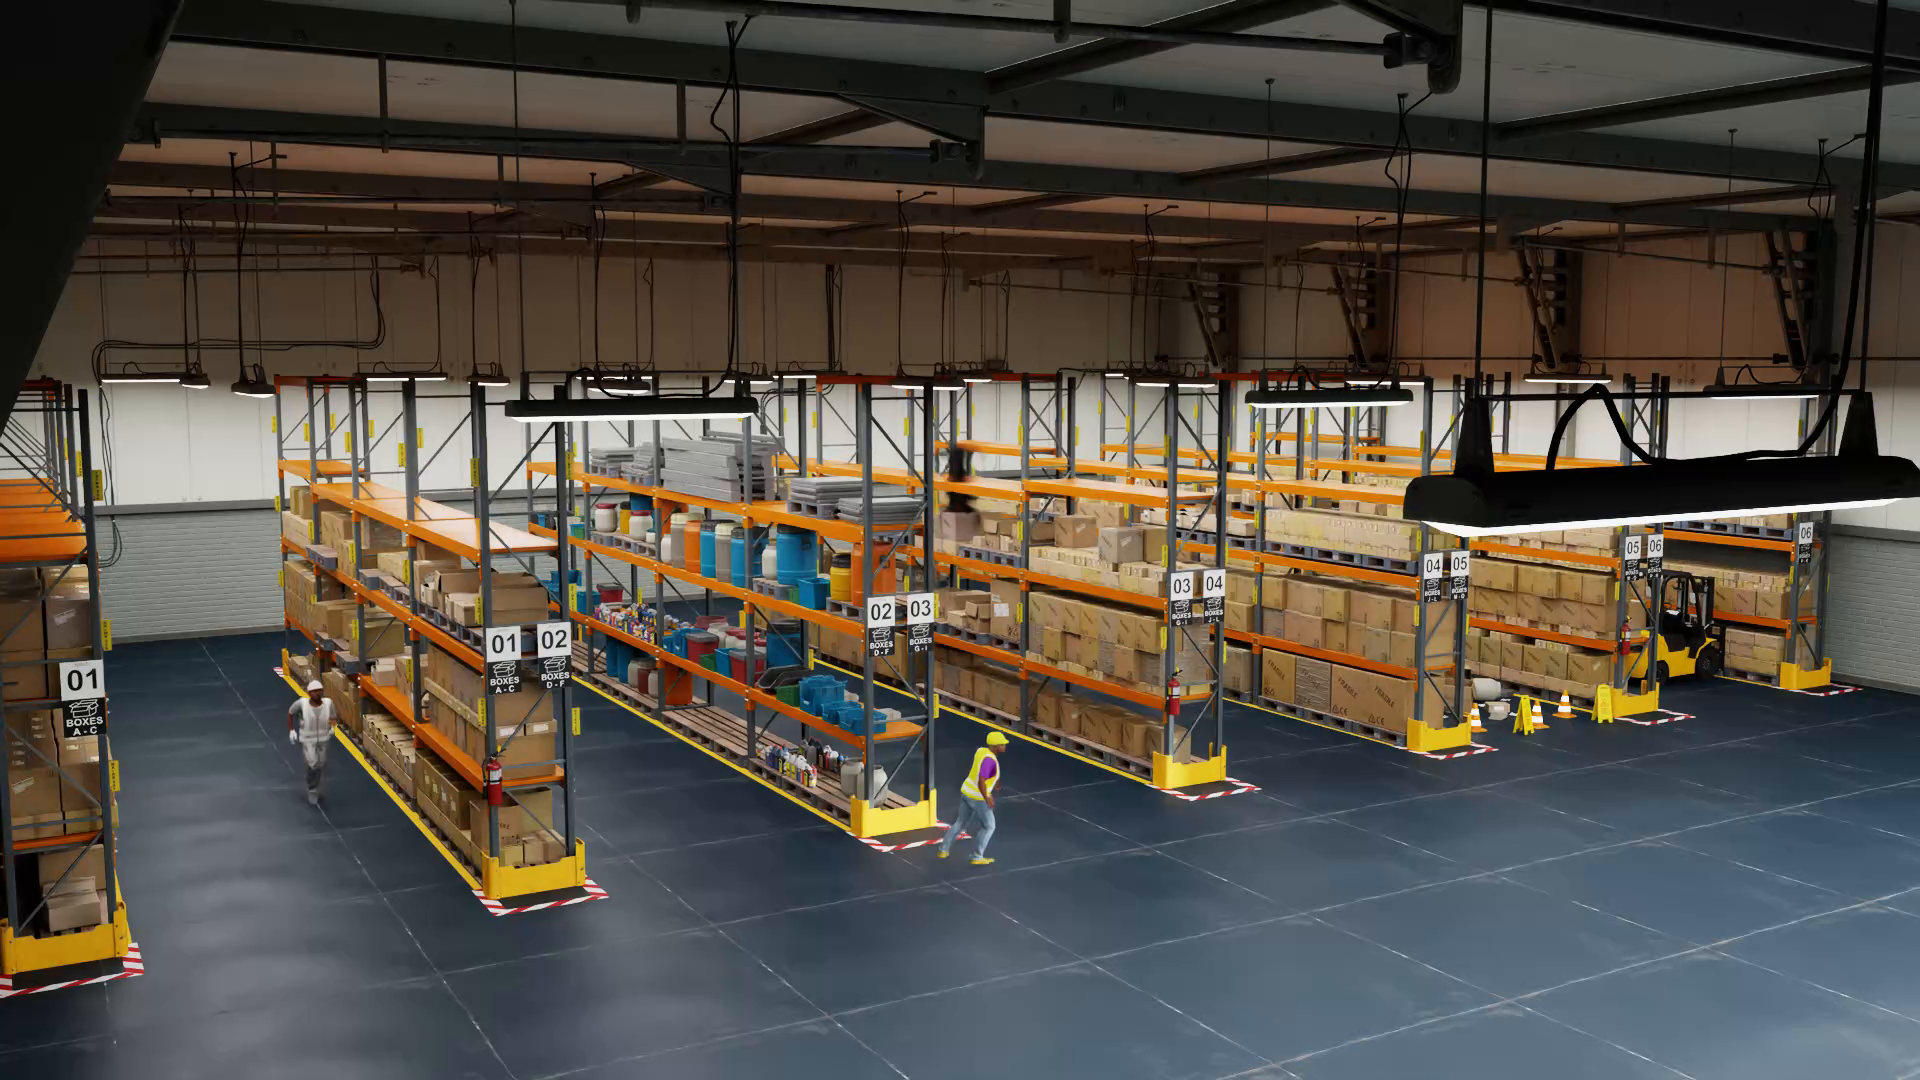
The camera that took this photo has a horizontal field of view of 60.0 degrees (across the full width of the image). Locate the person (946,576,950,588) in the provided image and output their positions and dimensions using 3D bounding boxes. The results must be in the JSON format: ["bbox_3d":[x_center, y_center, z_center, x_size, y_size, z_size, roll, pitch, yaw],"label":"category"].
[{"bbox_3d":[-0.188,1.594,35.573,0.587,1.741,0.845,-4,7,-31],"label":"person"}]

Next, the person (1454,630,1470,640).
[{"bbox_3d":[10.860,1.619,36.009,0.730,1.585,0.955,-6,9,-44],"label":"person"}]

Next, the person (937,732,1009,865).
[{"bbox_3d":[0.180,3.229,20.820,0.884,1.678,0.718,-3,7,-23],"label":"person"}]

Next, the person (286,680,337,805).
[{"bbox_3d":[-9.210,2.874,23.721,0.630,1.783,0.835,-5,8,-39],"label":"person"}]
